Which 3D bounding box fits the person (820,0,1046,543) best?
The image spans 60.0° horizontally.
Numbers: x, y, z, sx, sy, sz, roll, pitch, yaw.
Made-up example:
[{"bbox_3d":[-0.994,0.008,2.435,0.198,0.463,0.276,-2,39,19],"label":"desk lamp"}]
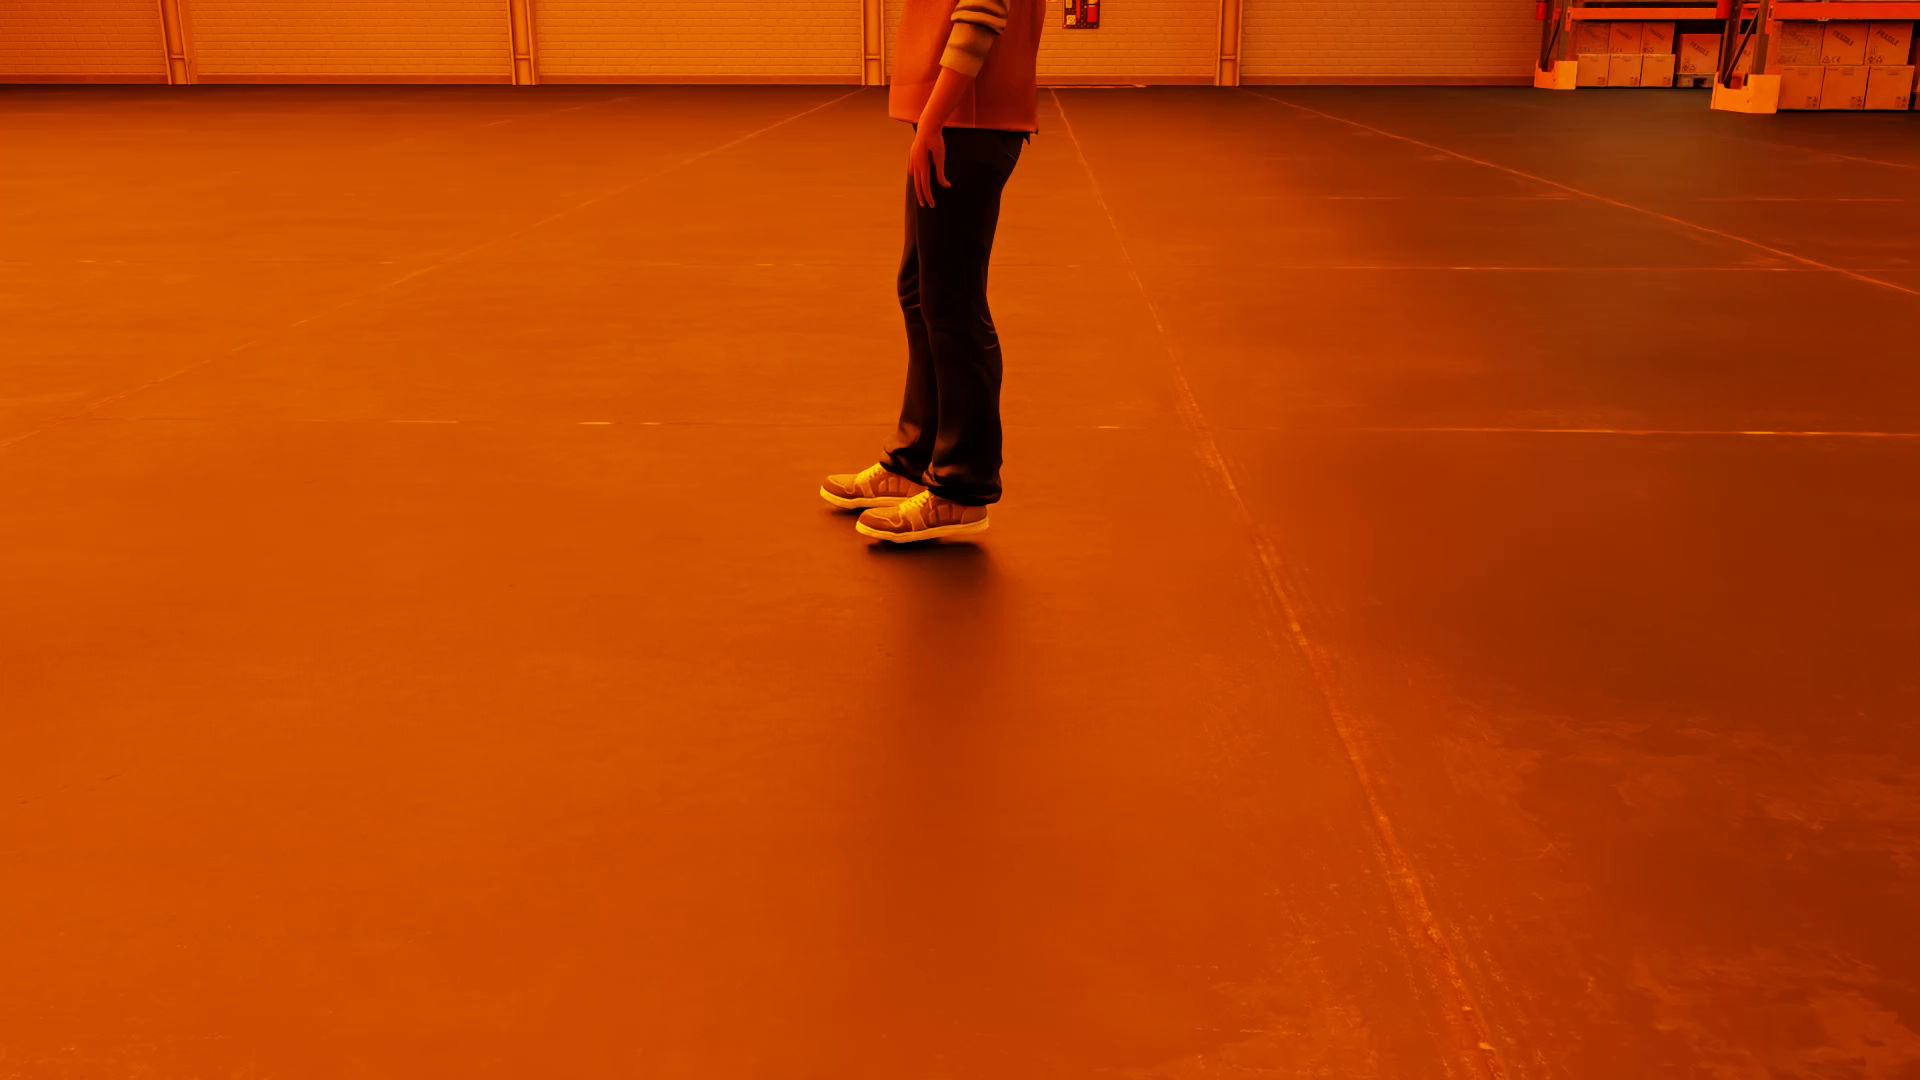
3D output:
[{"bbox_3d":[-0.073,-0.775,3.148,0.476,1.597,0.520,1,17,2],"label":"person"}]
